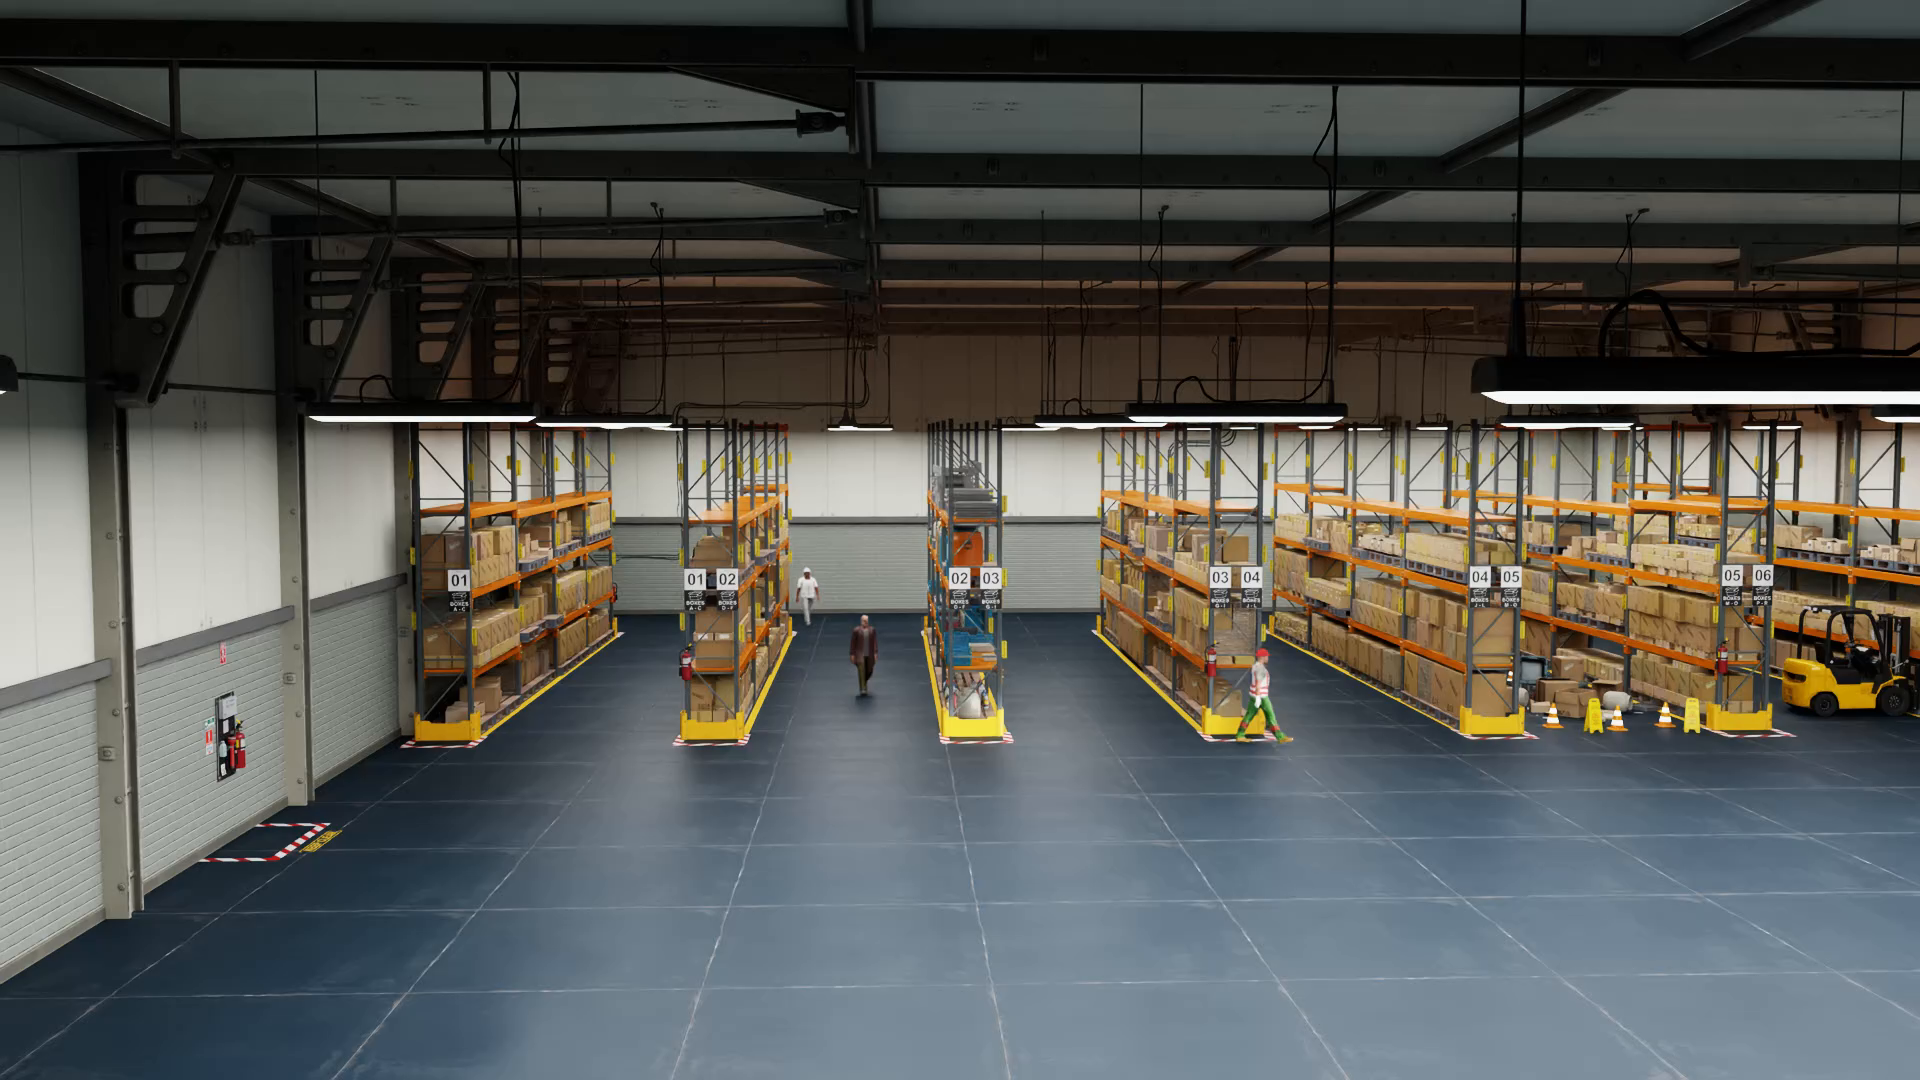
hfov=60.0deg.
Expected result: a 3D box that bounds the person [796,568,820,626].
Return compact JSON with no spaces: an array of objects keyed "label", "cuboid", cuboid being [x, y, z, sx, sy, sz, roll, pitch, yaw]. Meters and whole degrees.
[{"label":"person","cuboid":[-4.523,1.685,49.498,0.644,1.706,1.088,-1,4,-21]}]

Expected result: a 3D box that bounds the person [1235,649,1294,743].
[{"label":"person","cuboid":[5.600,2.867,30.654,1.013,1.725,0.589,-1,4,-9]}]

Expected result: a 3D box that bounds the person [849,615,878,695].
[{"label":"person","cuboid":[-2.117,2.513,36.582,0.632,1.741,1.068,-1,4,-22]}]
